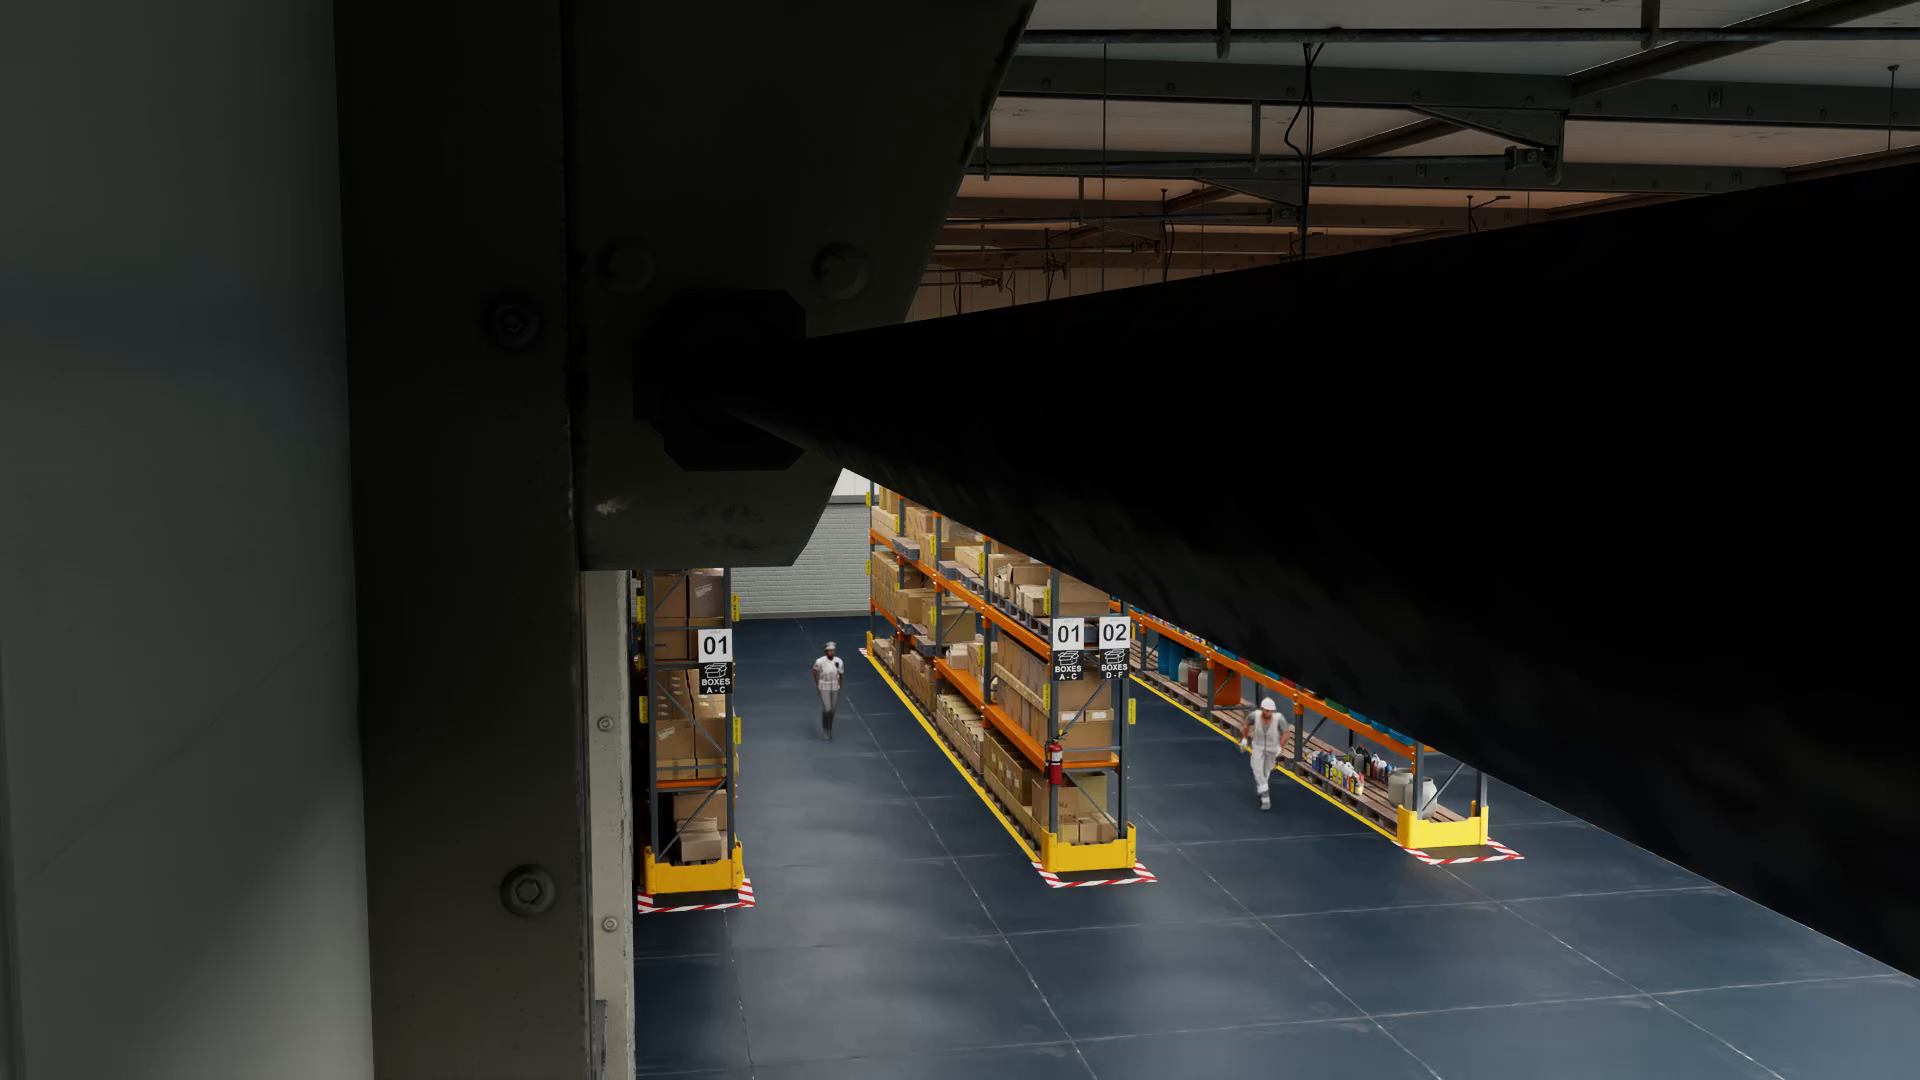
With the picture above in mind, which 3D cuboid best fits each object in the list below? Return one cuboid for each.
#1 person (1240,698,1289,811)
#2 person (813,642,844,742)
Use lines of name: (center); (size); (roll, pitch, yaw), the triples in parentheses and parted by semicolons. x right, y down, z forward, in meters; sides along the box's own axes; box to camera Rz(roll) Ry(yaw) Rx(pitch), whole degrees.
person: (4.391, 3.008, 24.003); (0.688, 1.631, 1.115); (1, 6, 11)
person: (-2.217, 2.562, 28.259); (0.494, 1.712, 0.789); (-2, 6, -20)
